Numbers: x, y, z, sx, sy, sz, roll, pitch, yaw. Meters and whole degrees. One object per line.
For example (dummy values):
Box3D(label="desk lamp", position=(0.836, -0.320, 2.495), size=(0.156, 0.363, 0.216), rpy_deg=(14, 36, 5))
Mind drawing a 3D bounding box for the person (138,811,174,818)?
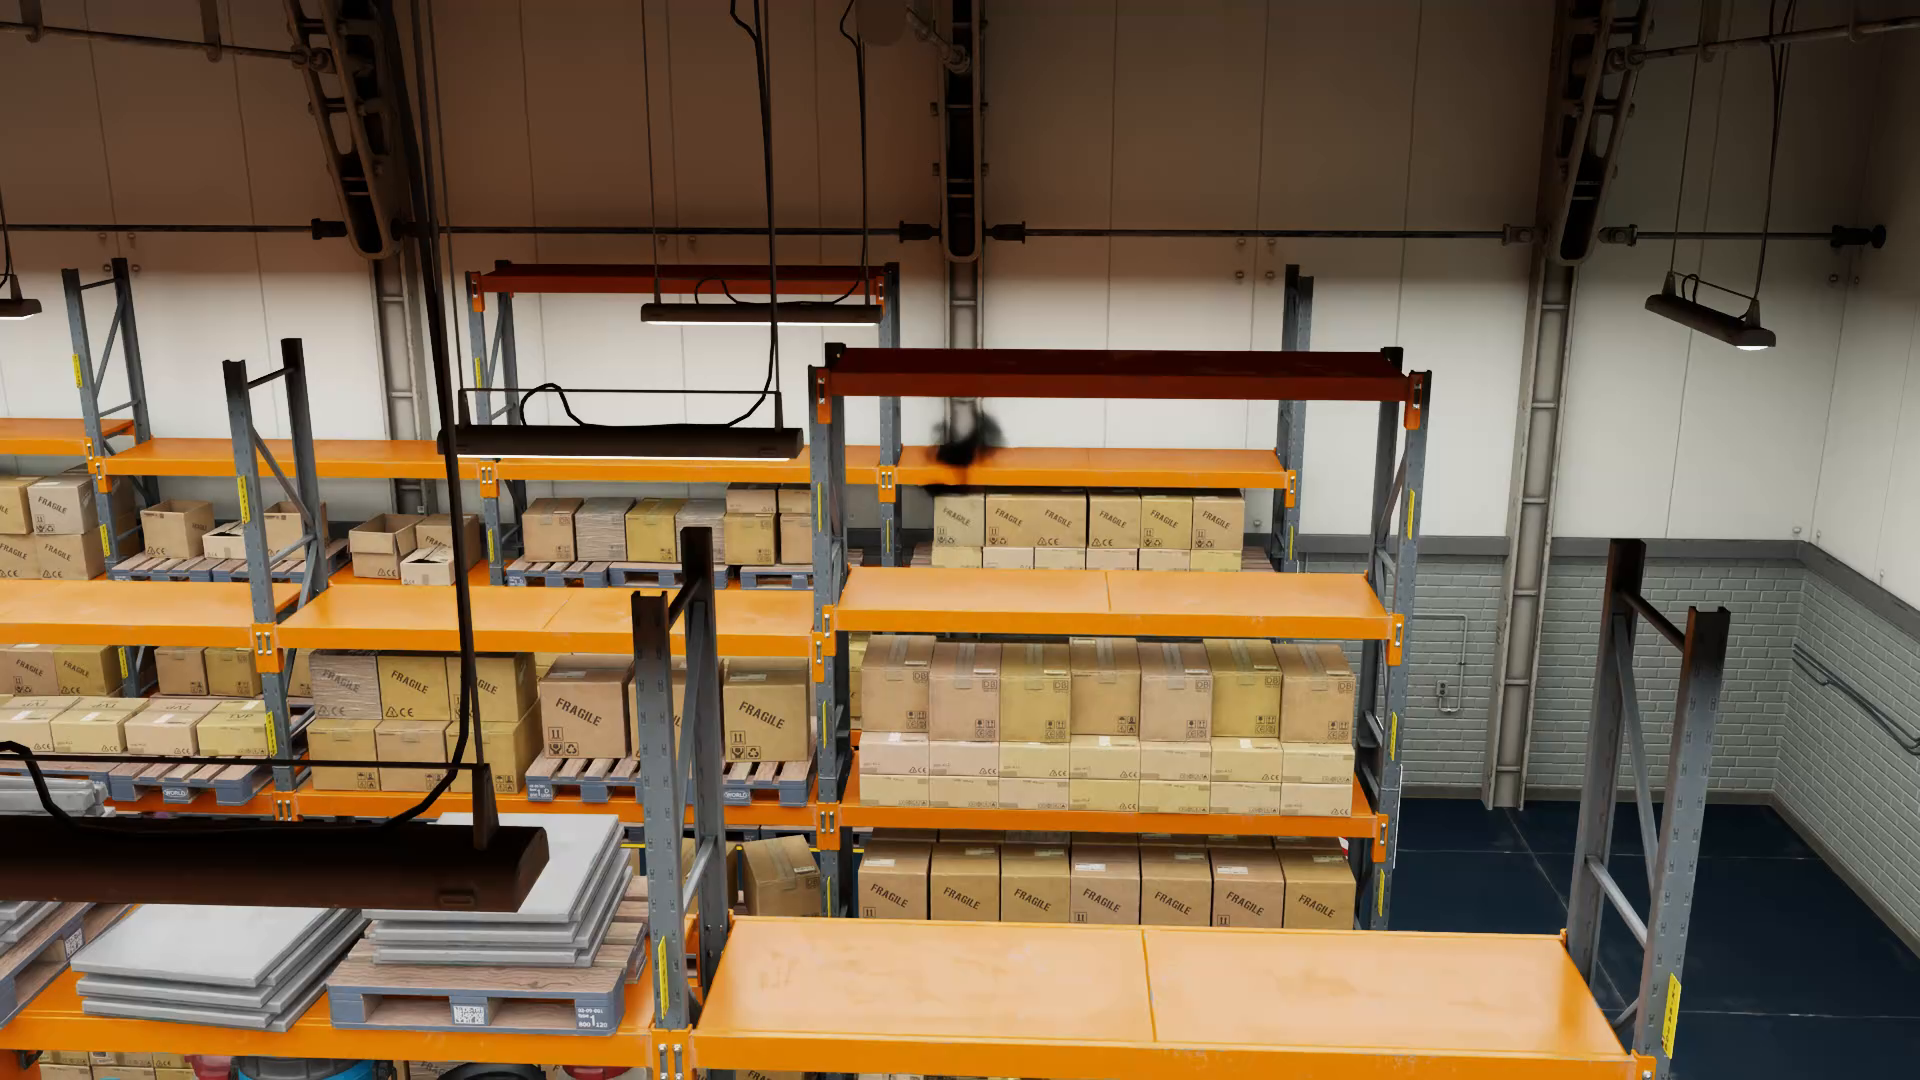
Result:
Box3D(label="person", position=(-7.401, 3.034, 15.403), size=(0.570, 1.561, 0.542), rpy_deg=(0, 16, 0))
